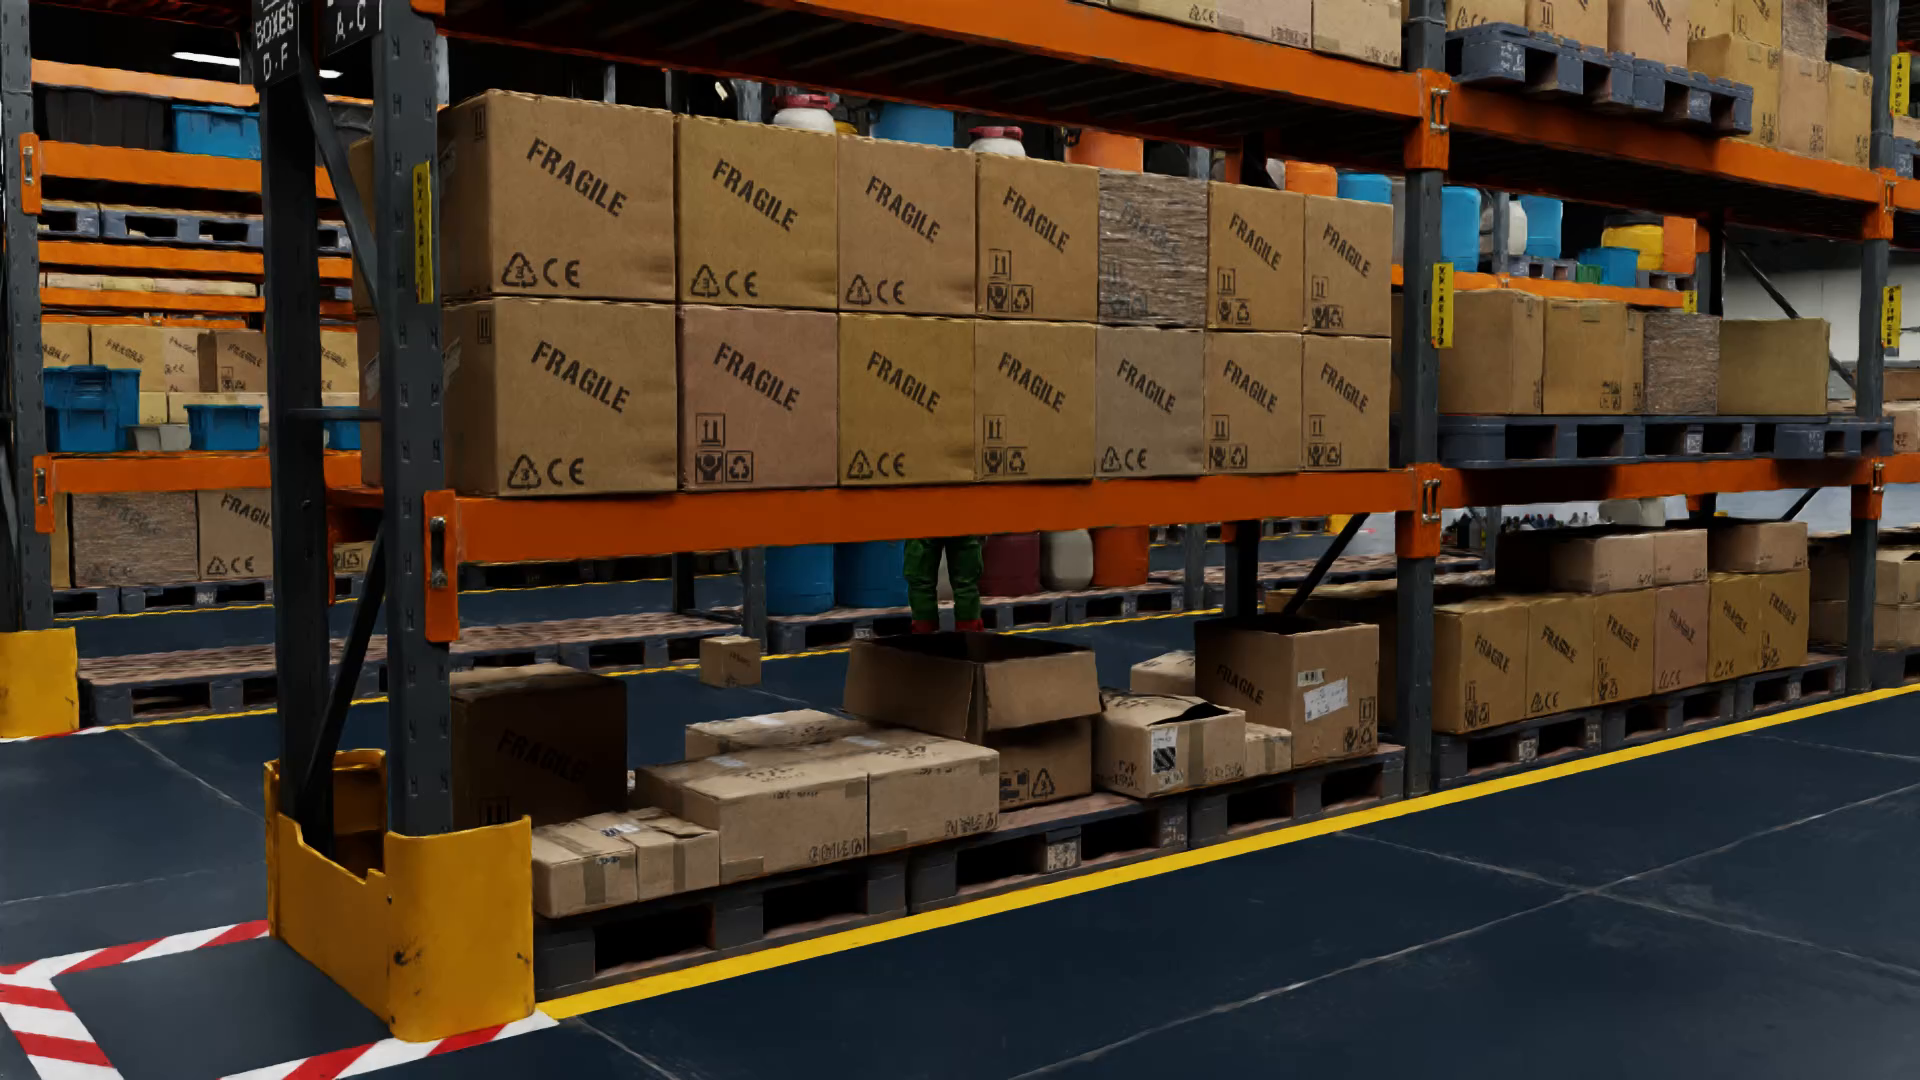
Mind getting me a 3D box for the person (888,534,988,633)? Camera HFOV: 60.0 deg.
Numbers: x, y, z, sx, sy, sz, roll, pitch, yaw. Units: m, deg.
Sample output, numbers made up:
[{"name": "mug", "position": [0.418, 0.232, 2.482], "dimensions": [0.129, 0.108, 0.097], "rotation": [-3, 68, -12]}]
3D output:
[{"name": "person", "position": [-0.112, -0.102, 9.255], "dimensions": [0.622, 1.791, 0.414], "rotation": [-2, 5, -24]}]
